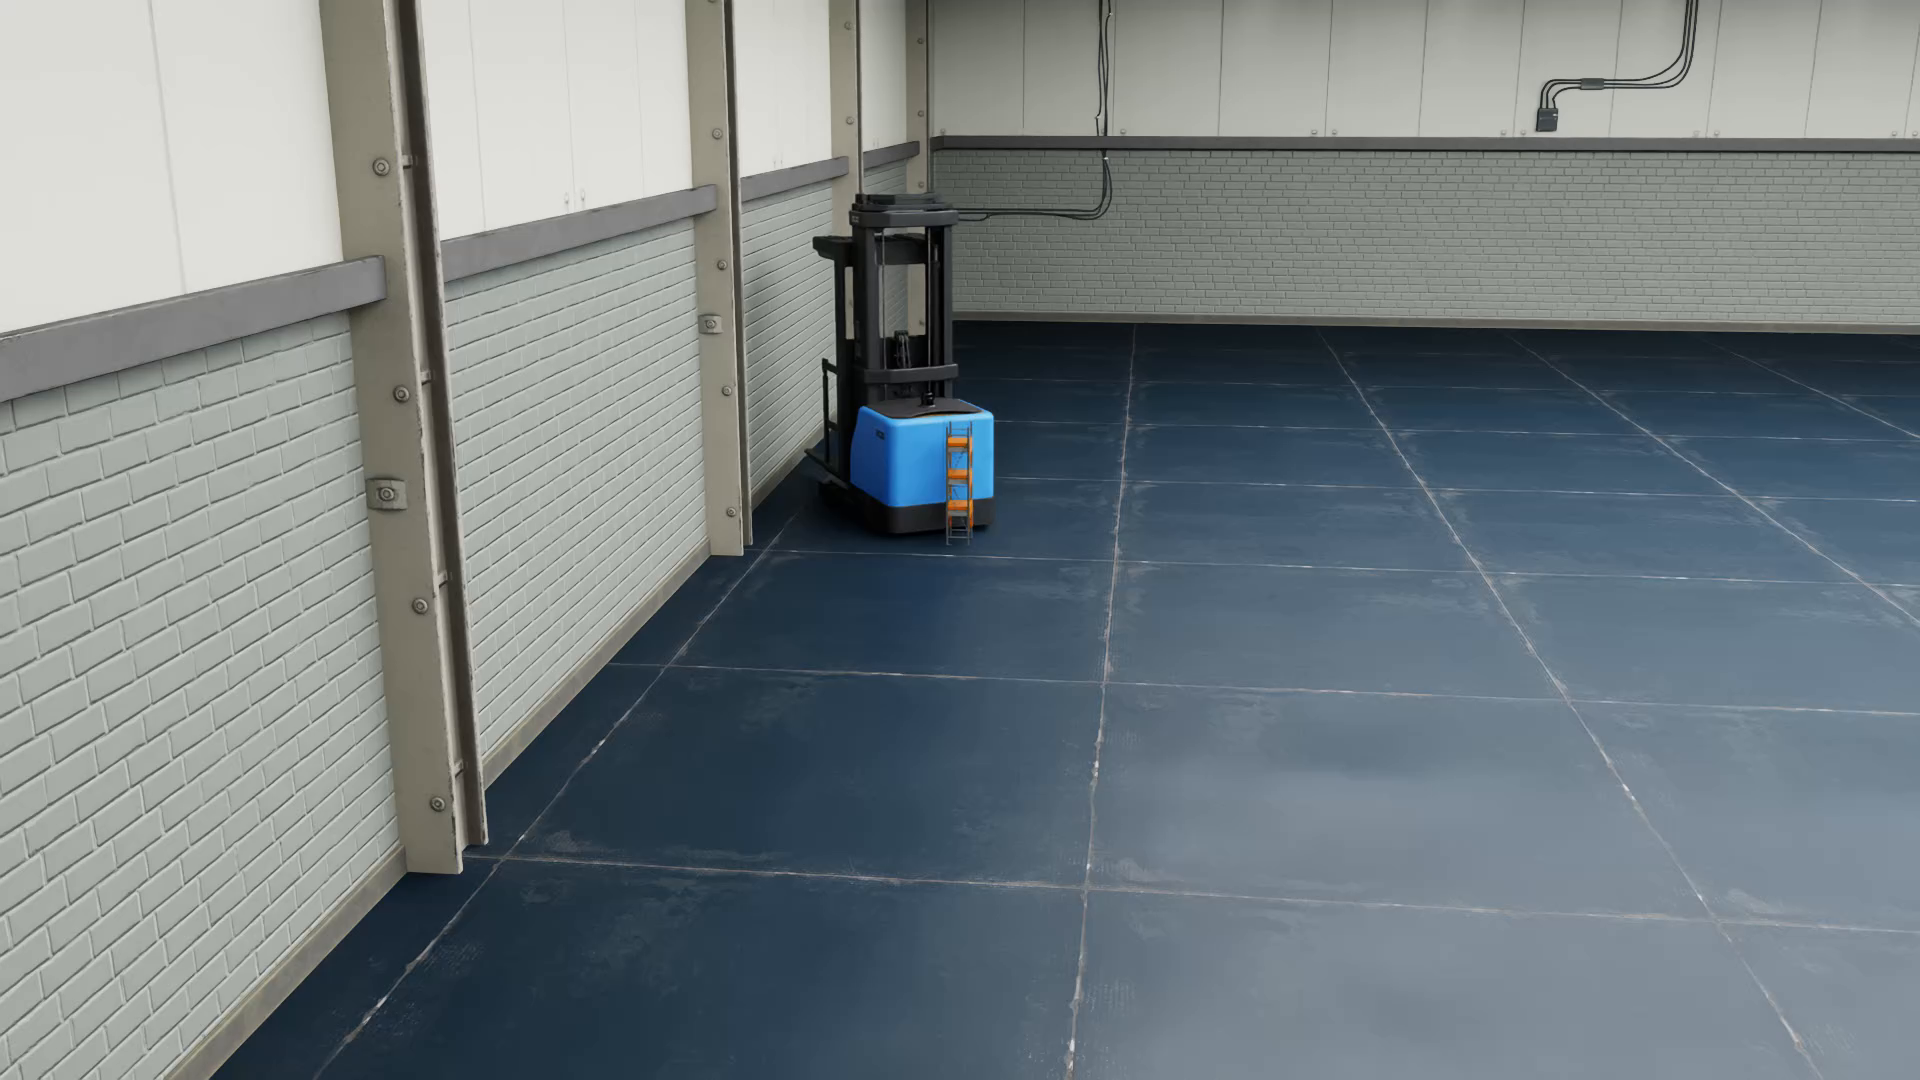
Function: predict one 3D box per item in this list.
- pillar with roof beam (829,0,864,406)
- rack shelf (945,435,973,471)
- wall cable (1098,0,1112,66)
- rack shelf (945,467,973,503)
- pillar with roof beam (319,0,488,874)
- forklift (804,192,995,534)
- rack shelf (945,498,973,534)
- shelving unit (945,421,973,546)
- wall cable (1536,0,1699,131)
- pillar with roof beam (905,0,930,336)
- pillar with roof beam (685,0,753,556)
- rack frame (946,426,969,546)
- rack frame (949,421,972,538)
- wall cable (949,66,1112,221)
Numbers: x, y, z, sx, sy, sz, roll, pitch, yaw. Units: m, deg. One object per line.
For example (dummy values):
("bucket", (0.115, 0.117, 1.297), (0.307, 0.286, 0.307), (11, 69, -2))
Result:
("pillar with roof beam", (2.966, -5.695, 18.483), (9.100, 9.000, 0.400), (2, 15, 6))
("rack shelf", (-0.006, -0.757, 14.402), (0.215, 0.259, 0.240), (2, 15, 6))
("wall cable", (3.700, -8.962, 26.840), (3.097, 2.526, 0.112), (2, 15, 6))
("rack shelf", (-0.006, -0.483, 14.476), (0.215, 0.259, 0.240), (2, 15, 6))
("pillar with roof beam", (1.612, -2.583, 6.973), (9.100, 9.000, 0.400), (2, 15, 6))
("forklift", (-0.724, -1.809, 15.736), (1.130, 2.935, 3.031), (-6, 16, -22))
("rack shelf", (-0.006, -0.214, 14.549), (0.215, 0.259, 0.240), (2, 15, 6))
("shelving unit", (-0.006, -0.493, 14.474), (0.215, 1.050, 0.252), (2, 15, 6))
("wall cable", (10.443, -9.461, 25.896), (2.305, 6.003, 0.169), (2, 15, 6))
("pillar with roof beam", (3.643, -7.251, 24.238), (9.100, 9.000, 0.400), (2, 15, 6))
("pillar with roof beam", (2.289, -4.139, 12.728), (9.100, 9.000, 0.400), (2, 15, 6))
("rack frame", (-0.020, -0.461, 14.357), (0.200, 1.050, 0.008), (2, 15, 6))
("rack frame", (0.008, -0.525, 14.591), (0.200, 1.050, 0.008), (2, 15, 6))
("wall cable", (1.012, -6.604, 27.794), (3.097, 2.526, 0.112), (2, 15, 6))
